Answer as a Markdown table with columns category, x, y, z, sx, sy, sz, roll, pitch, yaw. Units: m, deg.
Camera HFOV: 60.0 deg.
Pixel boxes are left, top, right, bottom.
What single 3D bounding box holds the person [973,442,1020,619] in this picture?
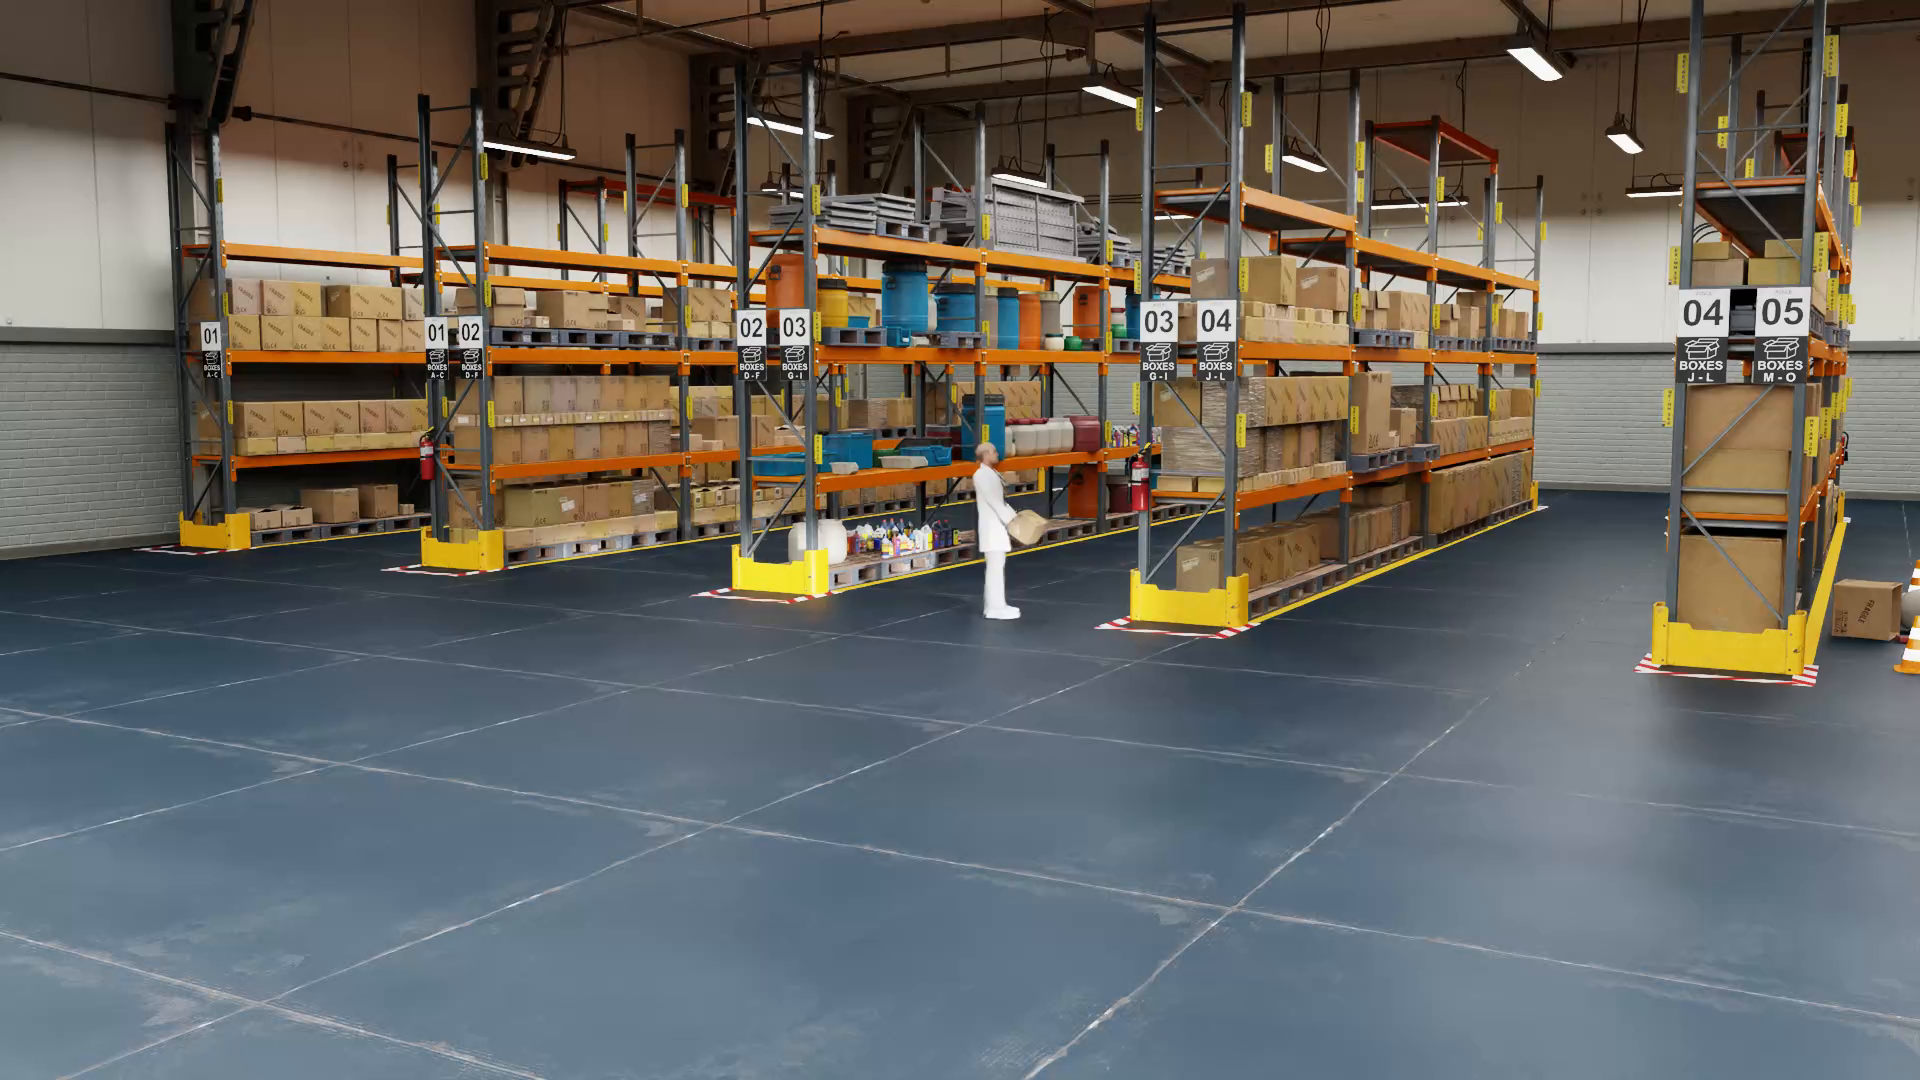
| category | x | y | z | sx | sy | sz | roll | pitch | yaw |
| --- | --- | --- | --- | --- | --- | --- | --- | --- | --- |
| person | 0.403 | -0.106 | 17.060 | 0.511 | 1.781 | 0.594 | 1 | 6 | 10 |
